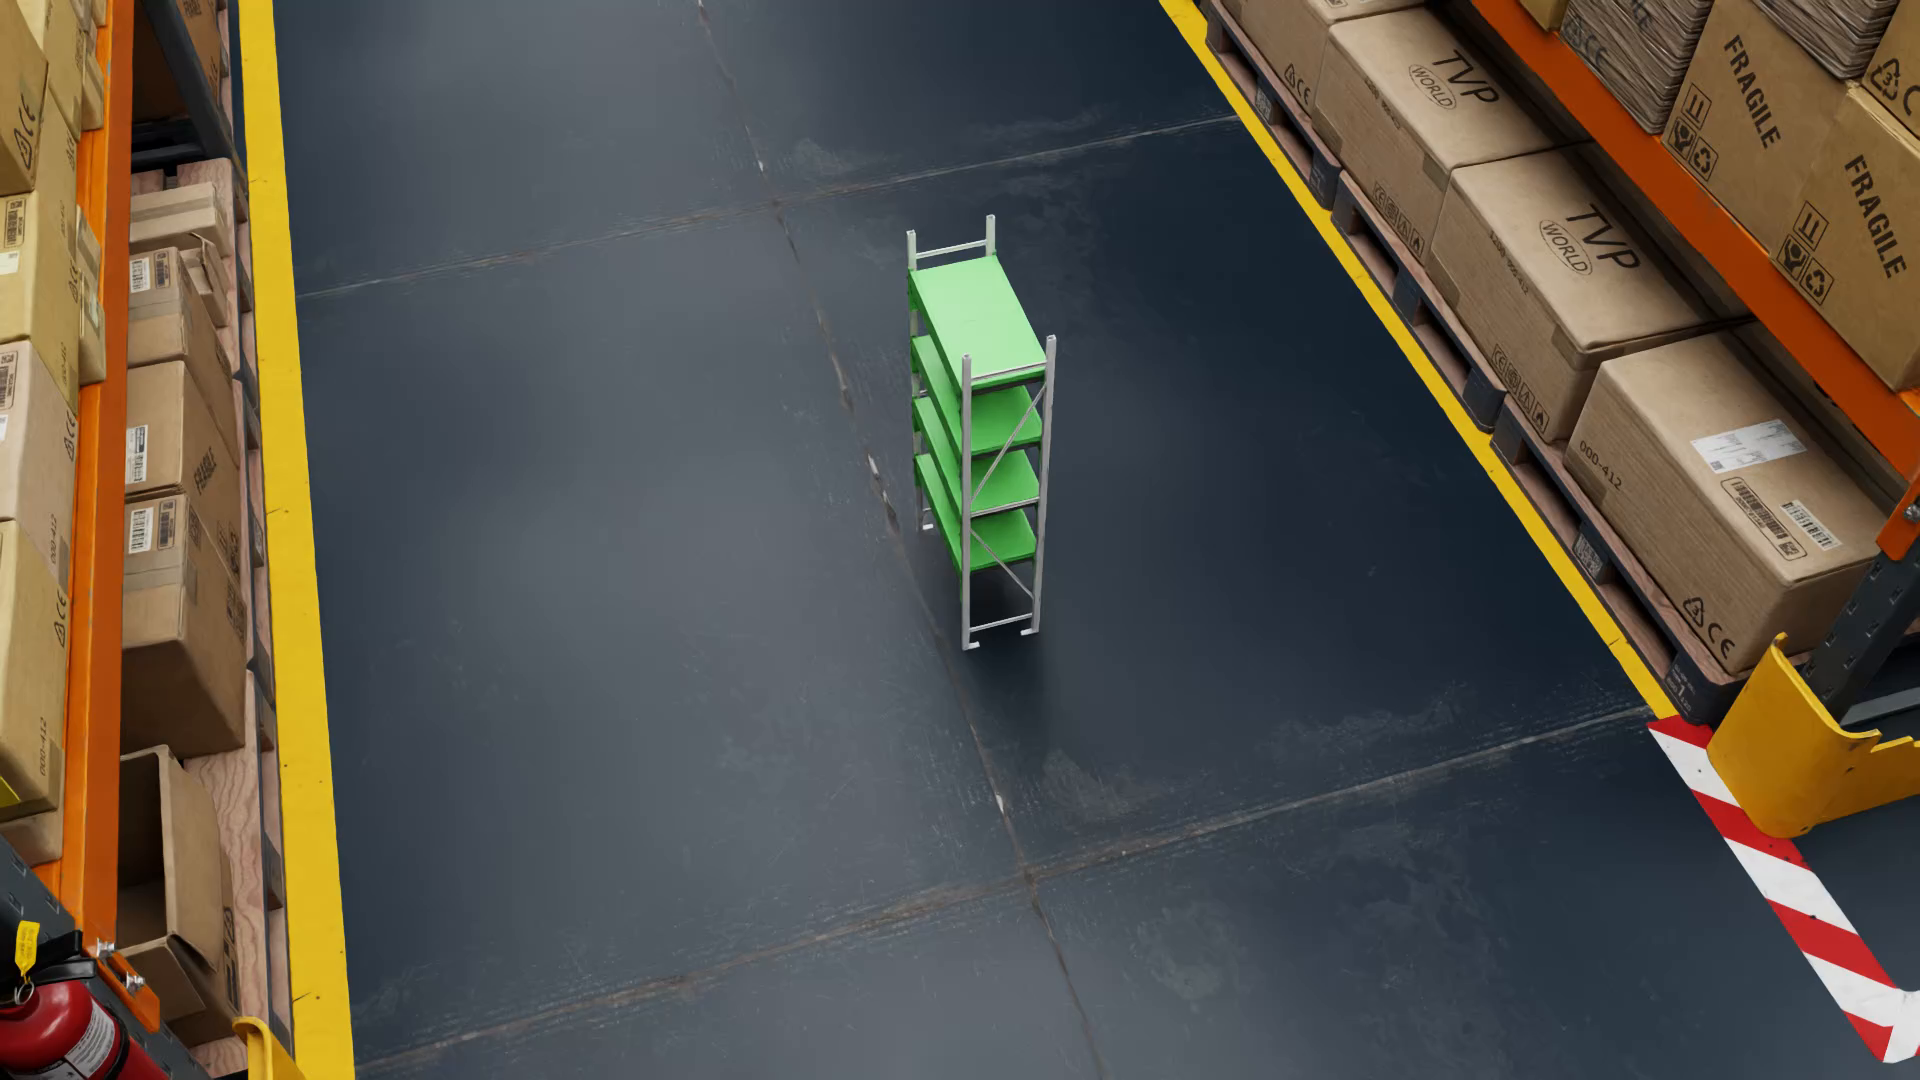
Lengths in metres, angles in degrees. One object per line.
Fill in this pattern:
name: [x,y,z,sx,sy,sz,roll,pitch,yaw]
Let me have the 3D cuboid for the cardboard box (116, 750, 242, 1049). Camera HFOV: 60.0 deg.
cardboard box: [-2.120,0.917,3.873,0.797,0.503,0.637,-15,52,-12]

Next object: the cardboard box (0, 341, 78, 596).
cardboard box: [-2.055,-0.092,3.269,0.500,0.250,0.500,-13,51,-11]

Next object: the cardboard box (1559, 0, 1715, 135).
cardboard box: [2.020,-1.477,4.468,0.500,0.500,0.500,-12,51,-10]

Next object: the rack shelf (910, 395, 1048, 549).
rack shelf: [0.049,-0.225,4.738,0.258,0.148,0.480,-13,51,-11]

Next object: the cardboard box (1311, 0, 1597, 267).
cardboard box: [1.877,-1.504,5.957,0.875,0.438,0.875,-15,51,-12]

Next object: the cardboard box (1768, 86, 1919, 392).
cardboard box: [2.316,-0.734,3.841,0.500,0.500,0.500,-13,51,-11]

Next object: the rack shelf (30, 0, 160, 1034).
rack shelf: [-2.621,-0.513,4.191,1.077,0.370,4.000,-13,51,-11]

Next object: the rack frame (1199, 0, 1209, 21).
rack frame: [1.528,-3.331,6.096,1.000,3.000,0.127,-13,51,-11]

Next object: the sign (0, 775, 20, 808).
sign: [-1.511,0.314,2.457,0.100,0.325,0.005,-13,51,-11]

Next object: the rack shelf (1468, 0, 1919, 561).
rack shelf: [2.120,-1.638,5.139,1.077,0.370,4.000,-13,51,-11]

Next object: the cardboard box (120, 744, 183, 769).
cardboard box: [-2.208,0.712,4.278,0.380,0.149,0.250,-15,52,-12]

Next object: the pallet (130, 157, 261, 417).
pallet: [-3.010,-0.805,5.791,1.003,0.211,1.213,-13,51,-11]

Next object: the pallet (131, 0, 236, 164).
pallet: [-3.489,-1.892,6.707,1.003,0.211,1.213,-13,51,-11]

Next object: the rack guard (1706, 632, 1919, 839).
rack guard: [2.718,0.414,4.574,1.175,0.500,0.348,-13,51,-11]

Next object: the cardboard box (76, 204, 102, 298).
cardboard box: [-2.295,-0.645,3.996,0.380,0.149,0.250,-12,51,-10]

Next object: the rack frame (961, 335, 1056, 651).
rack frame: [0.121,-0.088,4.539,0.240,1.200,0.015,-13,51,-11]

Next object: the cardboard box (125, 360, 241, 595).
cardboard box: [-2.396,-0.124,4.753,0.500,0.500,0.500,-12,51,-10]

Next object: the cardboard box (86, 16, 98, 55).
cardboard box: [-2.627,-1.381,4.617,0.380,0.149,0.250,-12,51,-10]

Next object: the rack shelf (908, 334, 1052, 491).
rack shelf: [0.049,-0.379,4.555,0.258,0.148,0.480,-13,51,-11]

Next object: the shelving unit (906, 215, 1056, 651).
shelving unit: [0.049,-0.266,4.689,0.258,1.200,0.503,-13,51,-11]

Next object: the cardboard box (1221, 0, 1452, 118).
cardboard box: [1.611,-2.157,6.508,0.875,0.438,0.875,-14,51,-12]

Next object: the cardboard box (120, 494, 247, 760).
cardboard box: [-2.335,0.285,4.408,0.700,0.500,0.500,-11,51,-9]

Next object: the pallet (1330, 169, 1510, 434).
pallet: [2.043,-0.966,5.926,1.003,0.211,1.213,-13,51,-11]

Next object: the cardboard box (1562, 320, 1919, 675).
cardboard box: [2.420,-0.178,4.839,0.875,0.438,0.875,-15,51,-12]

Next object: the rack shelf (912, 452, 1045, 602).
rack shelf: [0.049,-0.070,4.922,0.258,0.148,0.480,-13,51,-11]

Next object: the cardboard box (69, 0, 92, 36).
cardboard box: [-2.666,-1.574,4.518,0.500,0.250,0.500,-13,51,-11]

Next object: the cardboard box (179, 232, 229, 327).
cardboard box: [-2.661,-0.858,5.525,0.396,0.266,0.258,-12,51,-10]

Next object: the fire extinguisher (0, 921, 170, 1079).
fire extinguisher: [-1.544,0.864,2.854,0.296,0.674,0.183,-13,51,-11]

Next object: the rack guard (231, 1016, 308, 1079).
rack guard: [-2.052,1.466,3.687,1.175,0.500,0.348,-13,51,-11]

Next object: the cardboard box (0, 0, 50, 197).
cardboard box: [-2.350,-1.061,3.596,0.500,0.500,0.500,-12,51,-10]

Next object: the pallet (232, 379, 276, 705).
pallet: [-2.646,0.088,5.038,1.003,0.211,1.213,-13,51,-11]

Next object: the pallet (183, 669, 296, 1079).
pallet: [-2.289,0.977,4.288,1.003,0.211,1.213,-13,51,-11]

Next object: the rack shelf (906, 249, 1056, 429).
rack shelf: [0.049,-0.534,4.371,0.258,0.148,0.480,-13,51,-11]

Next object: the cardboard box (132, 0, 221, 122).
cardboard box: [-3.140,-1.939,6.283,0.500,0.500,0.500,-11,51,-9]

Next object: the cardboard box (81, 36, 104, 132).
cardboard box: [-2.525,-1.201,4.465,0.380,0.149,0.250,-14,51,-12]

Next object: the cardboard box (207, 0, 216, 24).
cardboard box: [-3.307,-2.326,6.609,0.500,0.500,0.500,-14,51,-11]

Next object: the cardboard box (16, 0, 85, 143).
cardboard box: [-2.531,-1.206,4.209,0.500,0.250,0.500,-14,51,-11]

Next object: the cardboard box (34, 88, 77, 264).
cardboard box: [-2.380,-0.830,3.892,0.500,0.250,0.500,-15,51,-12]

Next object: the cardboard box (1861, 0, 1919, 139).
cardboard box: [2.341,-1.062,3.464,0.500,0.500,0.500,-12,51,-10]

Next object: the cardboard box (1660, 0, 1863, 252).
cardboard box: [2.182,-1.104,4.153,0.500,0.500,0.500,-14,51,-12]

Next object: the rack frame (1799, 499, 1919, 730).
rack frame: [2.711,-0.409,3.633,1.000,3.000,0.127,-13,51,-11]

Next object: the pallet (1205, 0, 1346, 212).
pallet: [1.678,-1.859,6.679,1.003,0.211,1.213,-13,51,-11]

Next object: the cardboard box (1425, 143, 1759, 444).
cardboard box: [2.142,-0.845,5.401,0.875,0.438,0.875,-12,51,-10]

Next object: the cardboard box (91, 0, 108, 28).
cardboard box: [-2.679,-1.579,4.784,0.380,0.149,0.250,-12,51,-10]

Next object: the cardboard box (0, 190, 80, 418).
cardboard box: [-2.209,-0.462,3.581,0.500,0.250,0.500,-14,51,-12]

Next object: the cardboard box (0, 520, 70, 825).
cardboard box: [-1.906,0.276,2.959,0.500,0.250,0.500,-13,51,-11]

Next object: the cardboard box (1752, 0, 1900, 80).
cardboard box: [2.159,-1.437,3.780,0.500,0.500,0.500,-13,51,-11]

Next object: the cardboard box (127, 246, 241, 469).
cardboard box: [-2.642,-0.473,5.047,0.700,0.500,0.500,-15,52,-12]

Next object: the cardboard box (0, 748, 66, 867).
cardboard box: [-1.864,0.495,3.035,0.380,0.149,0.250,-14,51,-11]

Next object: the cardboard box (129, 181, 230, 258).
cardboard box: [-2.767,-1.081,5.790,0.380,0.149,0.250,-15,51,-12]

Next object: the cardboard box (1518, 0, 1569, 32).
cardboard box: [1.855,-1.851,4.783,0.500,0.500,0.500,-12,51,-10]

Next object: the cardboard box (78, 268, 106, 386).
cardboard box: [-2.198,-0.457,3.838,0.380,0.149,0.250,-15,51,-12]

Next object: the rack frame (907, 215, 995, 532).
rack frame: [-0.023,-0.444,4.840,0.240,1.200,0.015,-13,51,-11]

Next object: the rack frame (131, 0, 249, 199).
rack frame: [-3.212,-2.206,5.147,1.000,3.000,0.127,-13,51,-11]

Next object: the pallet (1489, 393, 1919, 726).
pallet: [2.400,-0.077,5.177,1.003,0.211,1.213,-13,51,-11]
